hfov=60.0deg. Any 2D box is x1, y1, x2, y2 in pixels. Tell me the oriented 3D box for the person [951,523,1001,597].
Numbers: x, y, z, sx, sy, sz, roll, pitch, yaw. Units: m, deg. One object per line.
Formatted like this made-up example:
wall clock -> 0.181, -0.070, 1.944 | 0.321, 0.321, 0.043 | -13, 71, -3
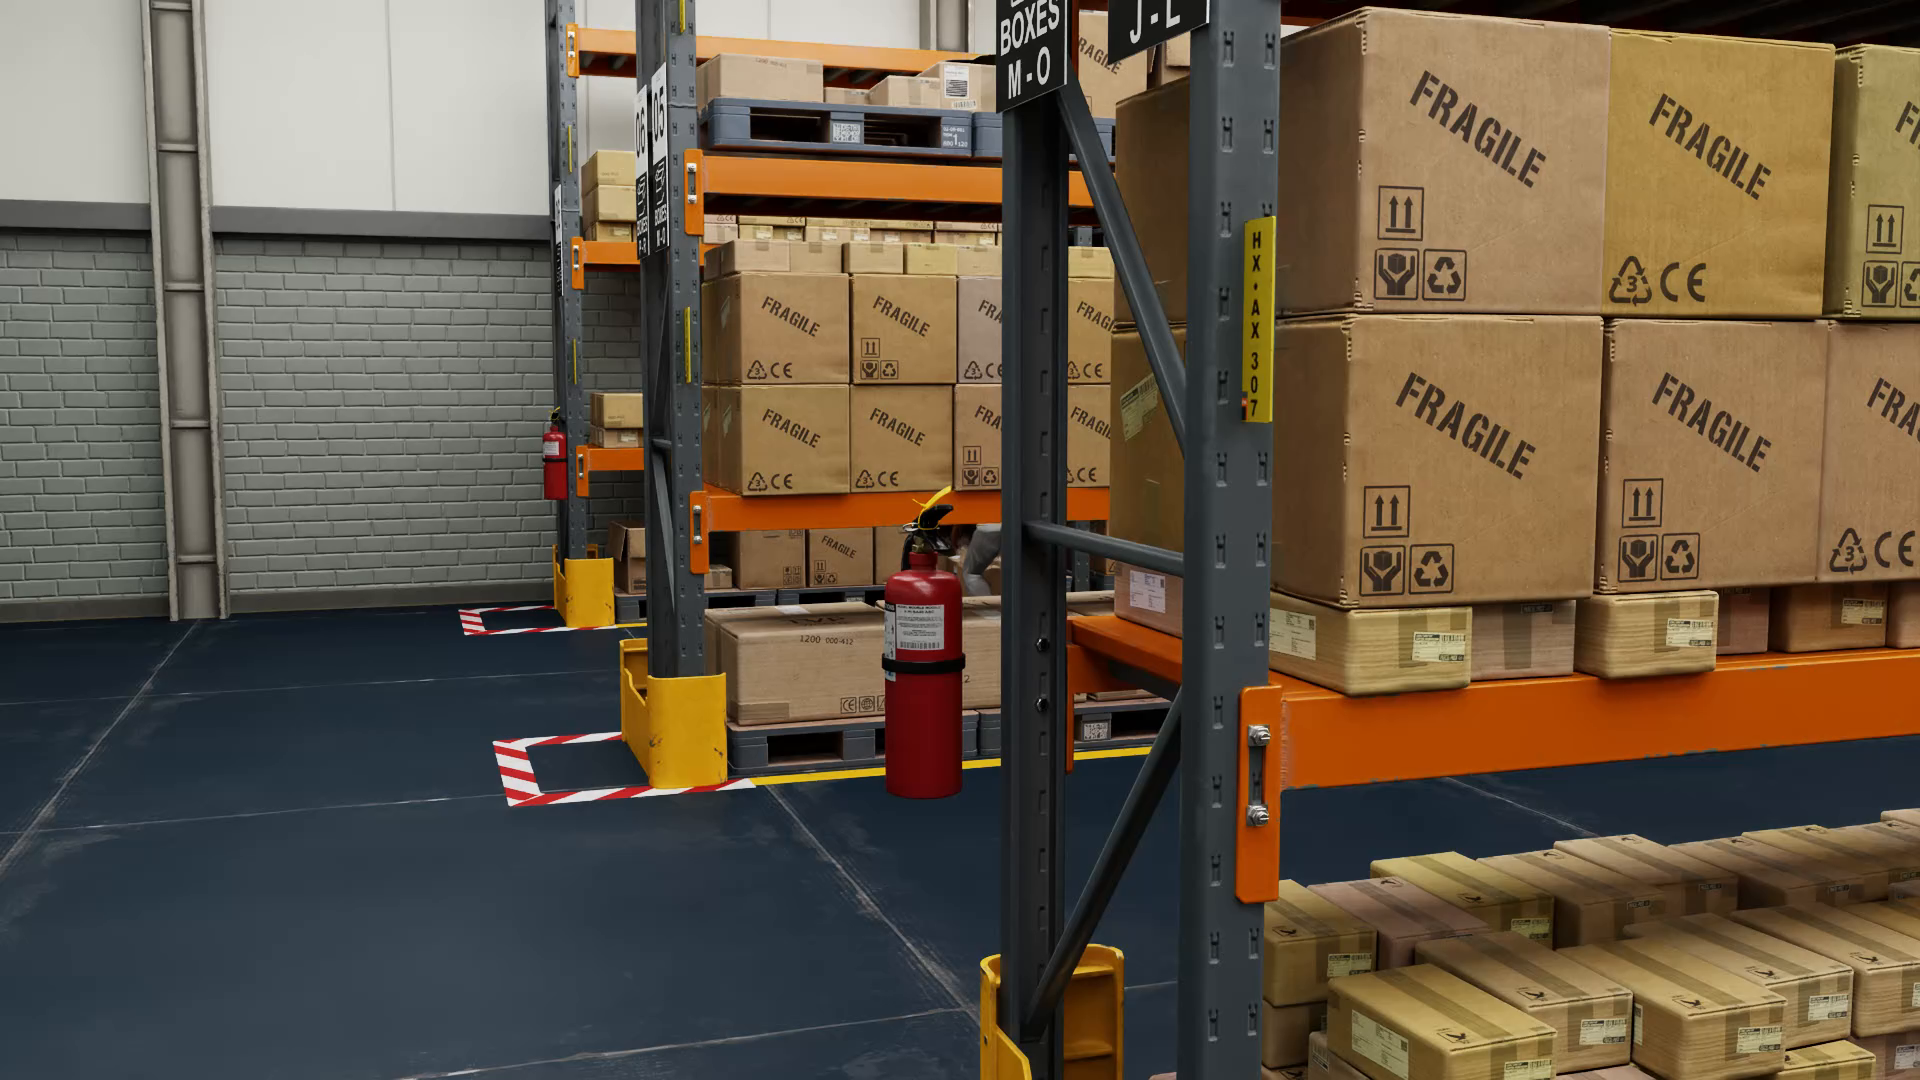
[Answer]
person -> 0.238, -0.087, 11.709 | 0.625, 1.543, 0.666 | -2, 6, -18
